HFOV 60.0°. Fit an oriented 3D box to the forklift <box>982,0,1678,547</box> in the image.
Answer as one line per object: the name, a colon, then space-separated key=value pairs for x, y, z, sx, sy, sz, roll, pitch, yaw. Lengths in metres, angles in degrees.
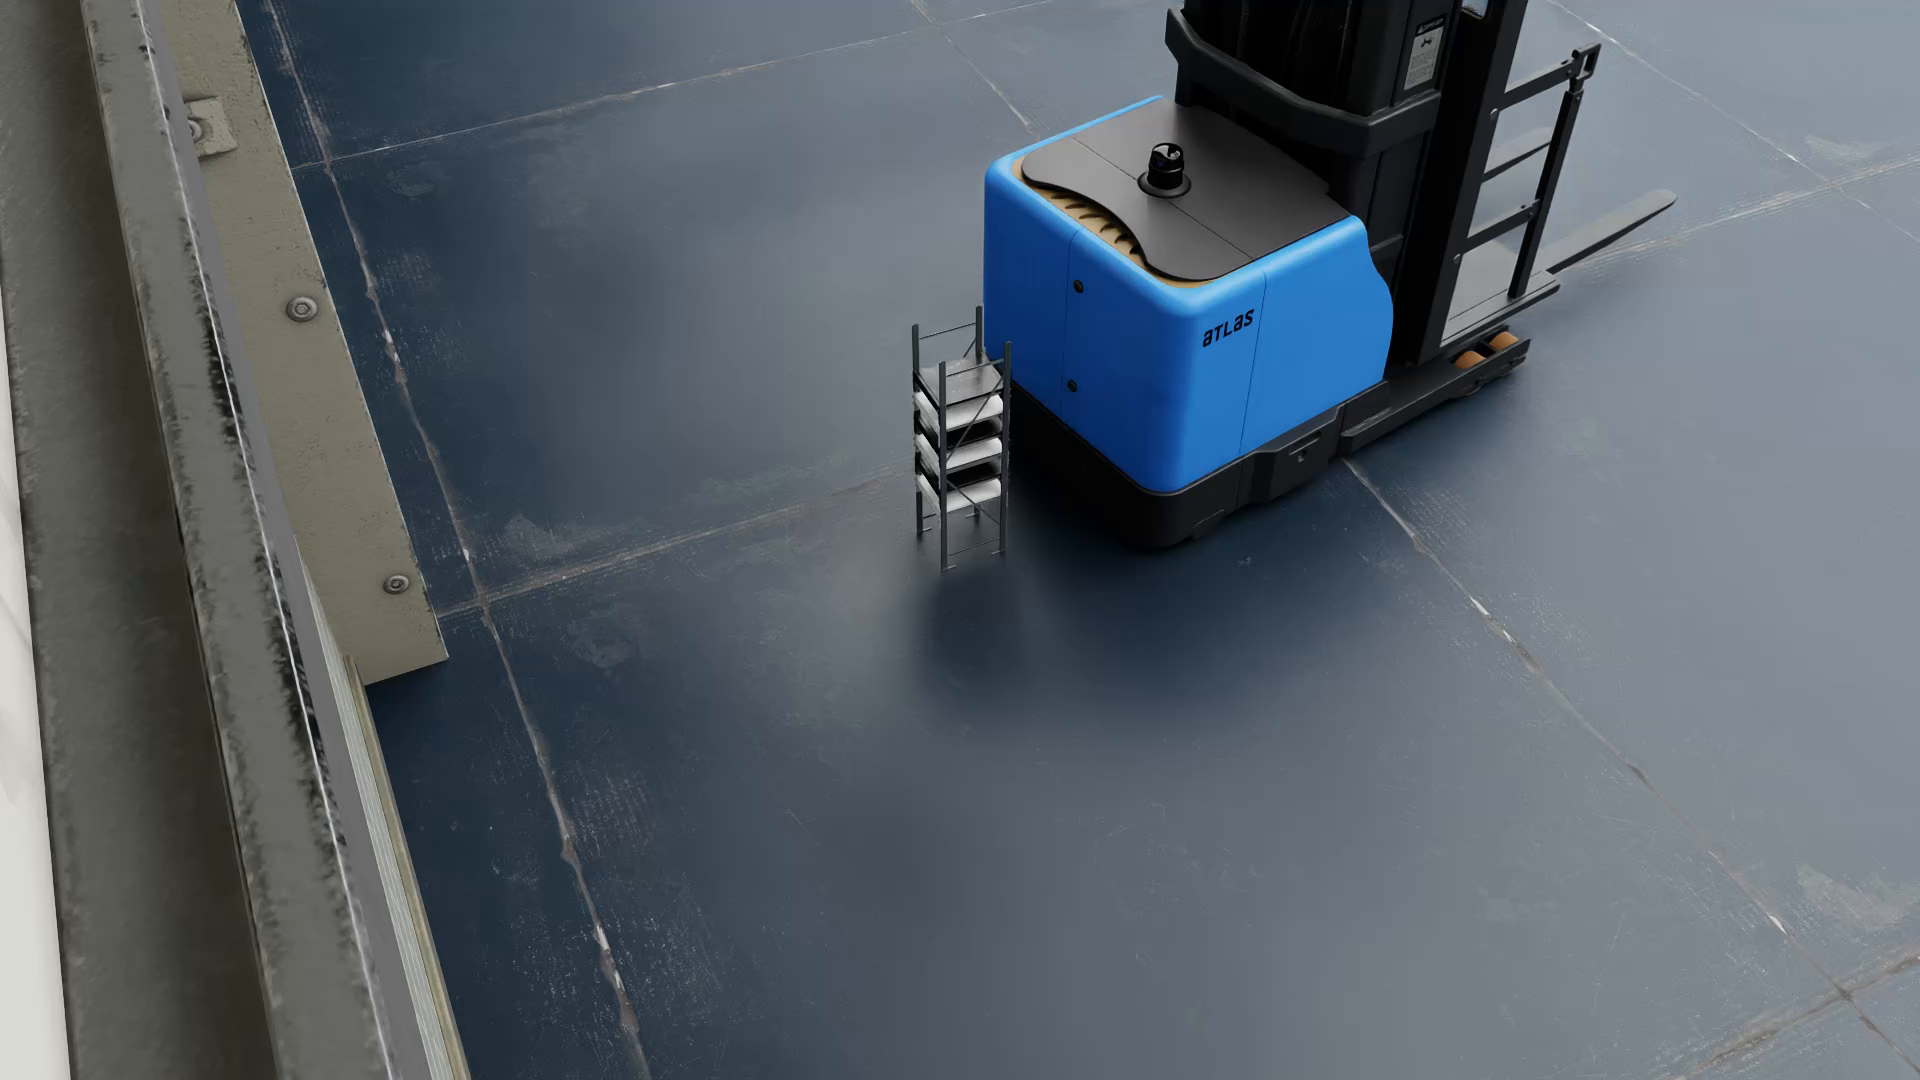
forklift: x=1.554 y=-1.865 z=5.553 sx=3.031 sy=2.935 sz=1.130 roll=-27 pitch=51 yaw=-25

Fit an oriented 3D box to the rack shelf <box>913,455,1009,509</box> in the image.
rack shelf: x=0.003 y=-0.227 z=5.515 sx=0.258 sy=0.077 sz=0.200 roll=-18 pitch=47 yaw=-17

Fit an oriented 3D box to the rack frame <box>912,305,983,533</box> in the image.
rack frame: x=-0.039 y=-0.380 z=5.494 sx=0.240 sy=0.900 sz=0.006 roll=-18 pitch=47 yaw=-17

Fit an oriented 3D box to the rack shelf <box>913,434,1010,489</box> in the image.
rack shelf: x=0.003 y=-0.291 z=5.452 sx=0.258 sy=0.077 sz=0.200 roll=-18 pitch=47 yaw=-17

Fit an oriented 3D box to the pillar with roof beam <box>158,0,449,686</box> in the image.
pillar with roof beam: x=2.035 y=-4.173 z=3.573 sx=9.100 sy=9.000 sz=0.400 roll=-18 pitch=47 yaw=-17

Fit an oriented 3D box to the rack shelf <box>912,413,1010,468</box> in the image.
rack shelf: x=0.003 y=-0.355 z=5.389 sx=0.258 sy=0.077 sz=0.200 roll=-18 pitch=47 yaw=-17

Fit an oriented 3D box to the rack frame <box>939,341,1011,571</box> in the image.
rack frame: x=0.046 y=-0.250 z=5.363 sx=0.240 sy=0.900 sz=0.006 roll=-18 pitch=47 yaw=-17

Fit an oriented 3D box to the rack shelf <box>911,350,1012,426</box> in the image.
rack shelf: x=0.003 y=-0.484 z=5.262 sx=0.258 sy=0.077 sz=0.200 roll=-18 pitch=47 yaw=-17

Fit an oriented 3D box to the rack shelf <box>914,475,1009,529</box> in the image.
rack shelf: x=0.003 y=-0.163 z=5.579 sx=0.258 sy=0.077 sz=0.200 roll=-18 pitch=47 yaw=-17

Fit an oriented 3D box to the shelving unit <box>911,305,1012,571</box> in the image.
shelving unit: x=0.003 y=-0.315 z=5.429 sx=0.258 sy=0.900 sz=0.210 roll=-18 pitch=47 yaw=-17

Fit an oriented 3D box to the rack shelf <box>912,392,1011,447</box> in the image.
rack shelf: x=0.003 y=-0.420 z=5.326 sx=0.258 sy=0.077 sz=0.200 roll=-18 pitch=47 yaw=-17
